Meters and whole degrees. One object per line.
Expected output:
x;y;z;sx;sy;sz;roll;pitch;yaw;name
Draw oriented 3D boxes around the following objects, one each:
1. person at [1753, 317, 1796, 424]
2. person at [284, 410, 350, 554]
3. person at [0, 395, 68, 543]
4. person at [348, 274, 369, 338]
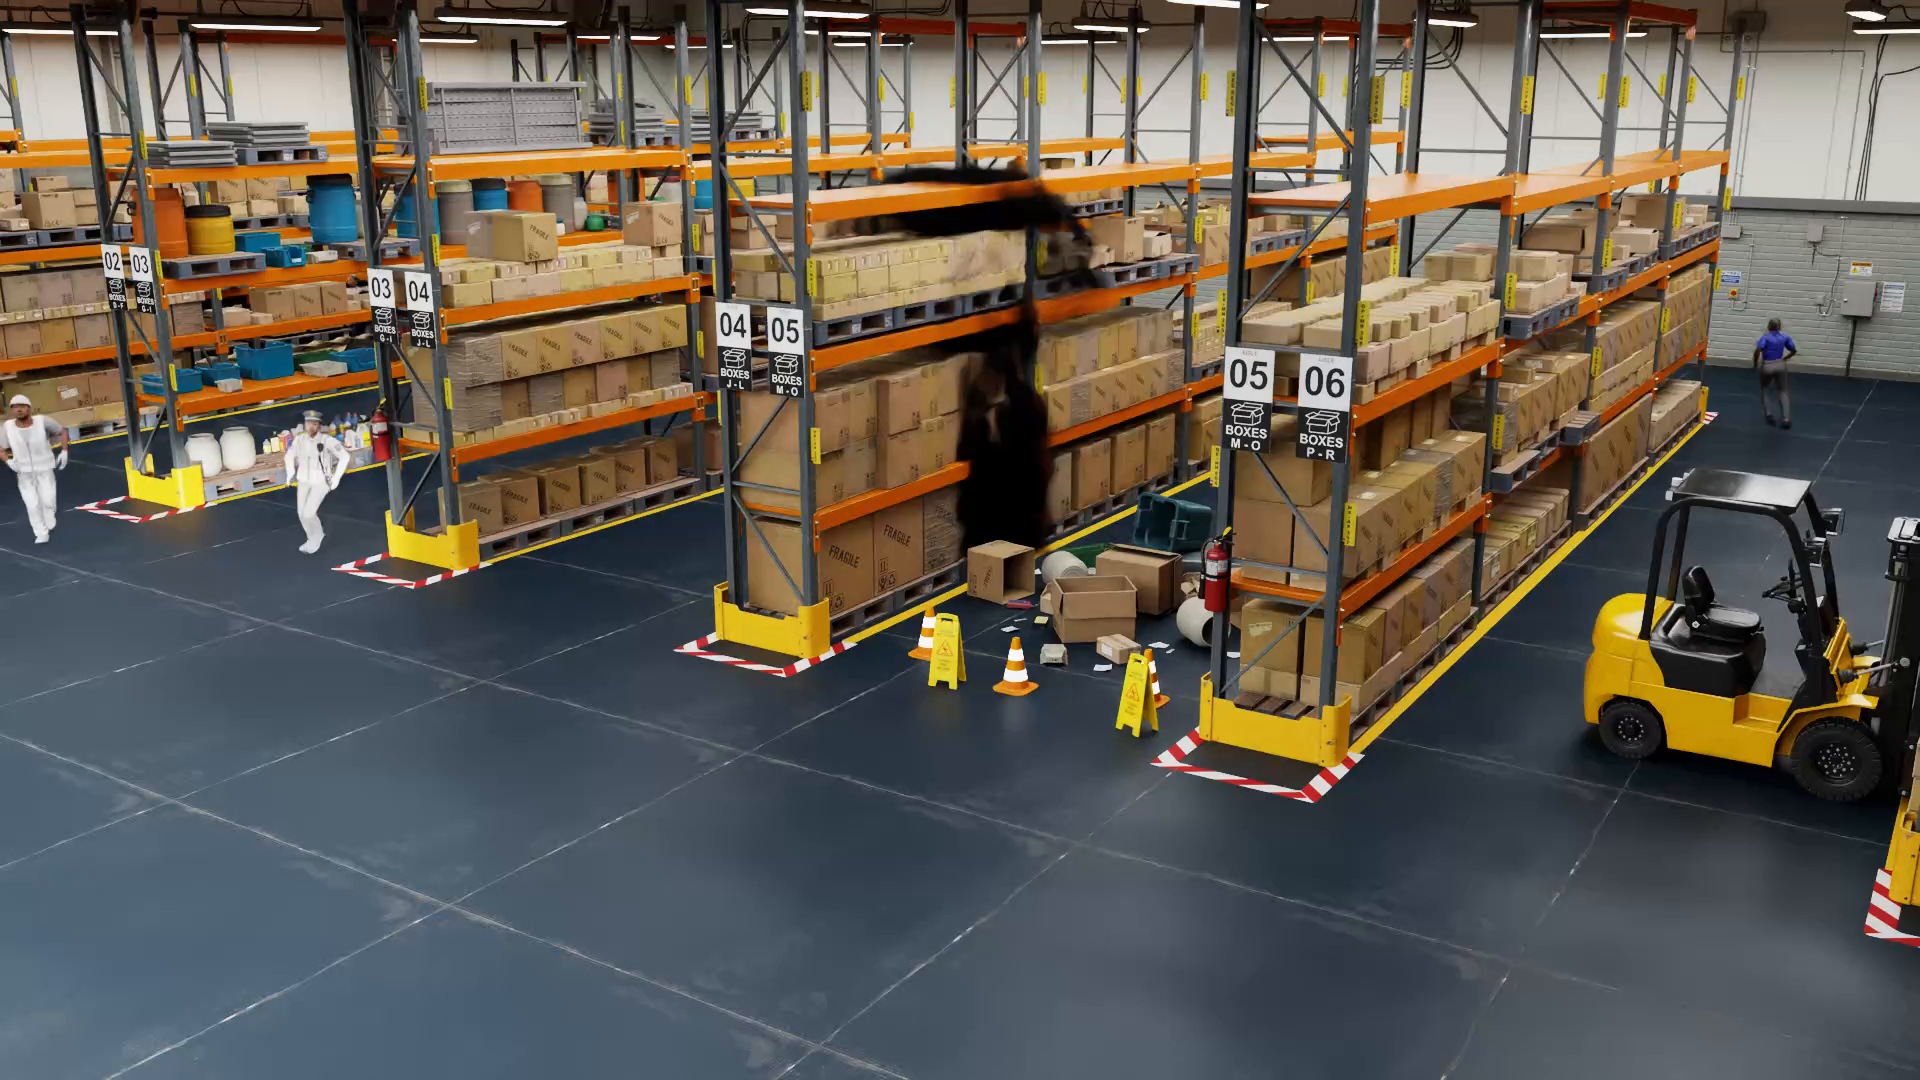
12.438;-2.568;25.458;0.661;1.673;0.686;4;16;13;person
-7.159;-0.638;18.437;0.671;1.637;0.580;2;16;9;person
-10.464;-0.787;18.814;0.708;1.733;0.658;-6;17;-21;person
-11.143;-4.075;30.752;0.604;1.669;0.893;8;18;27;person
